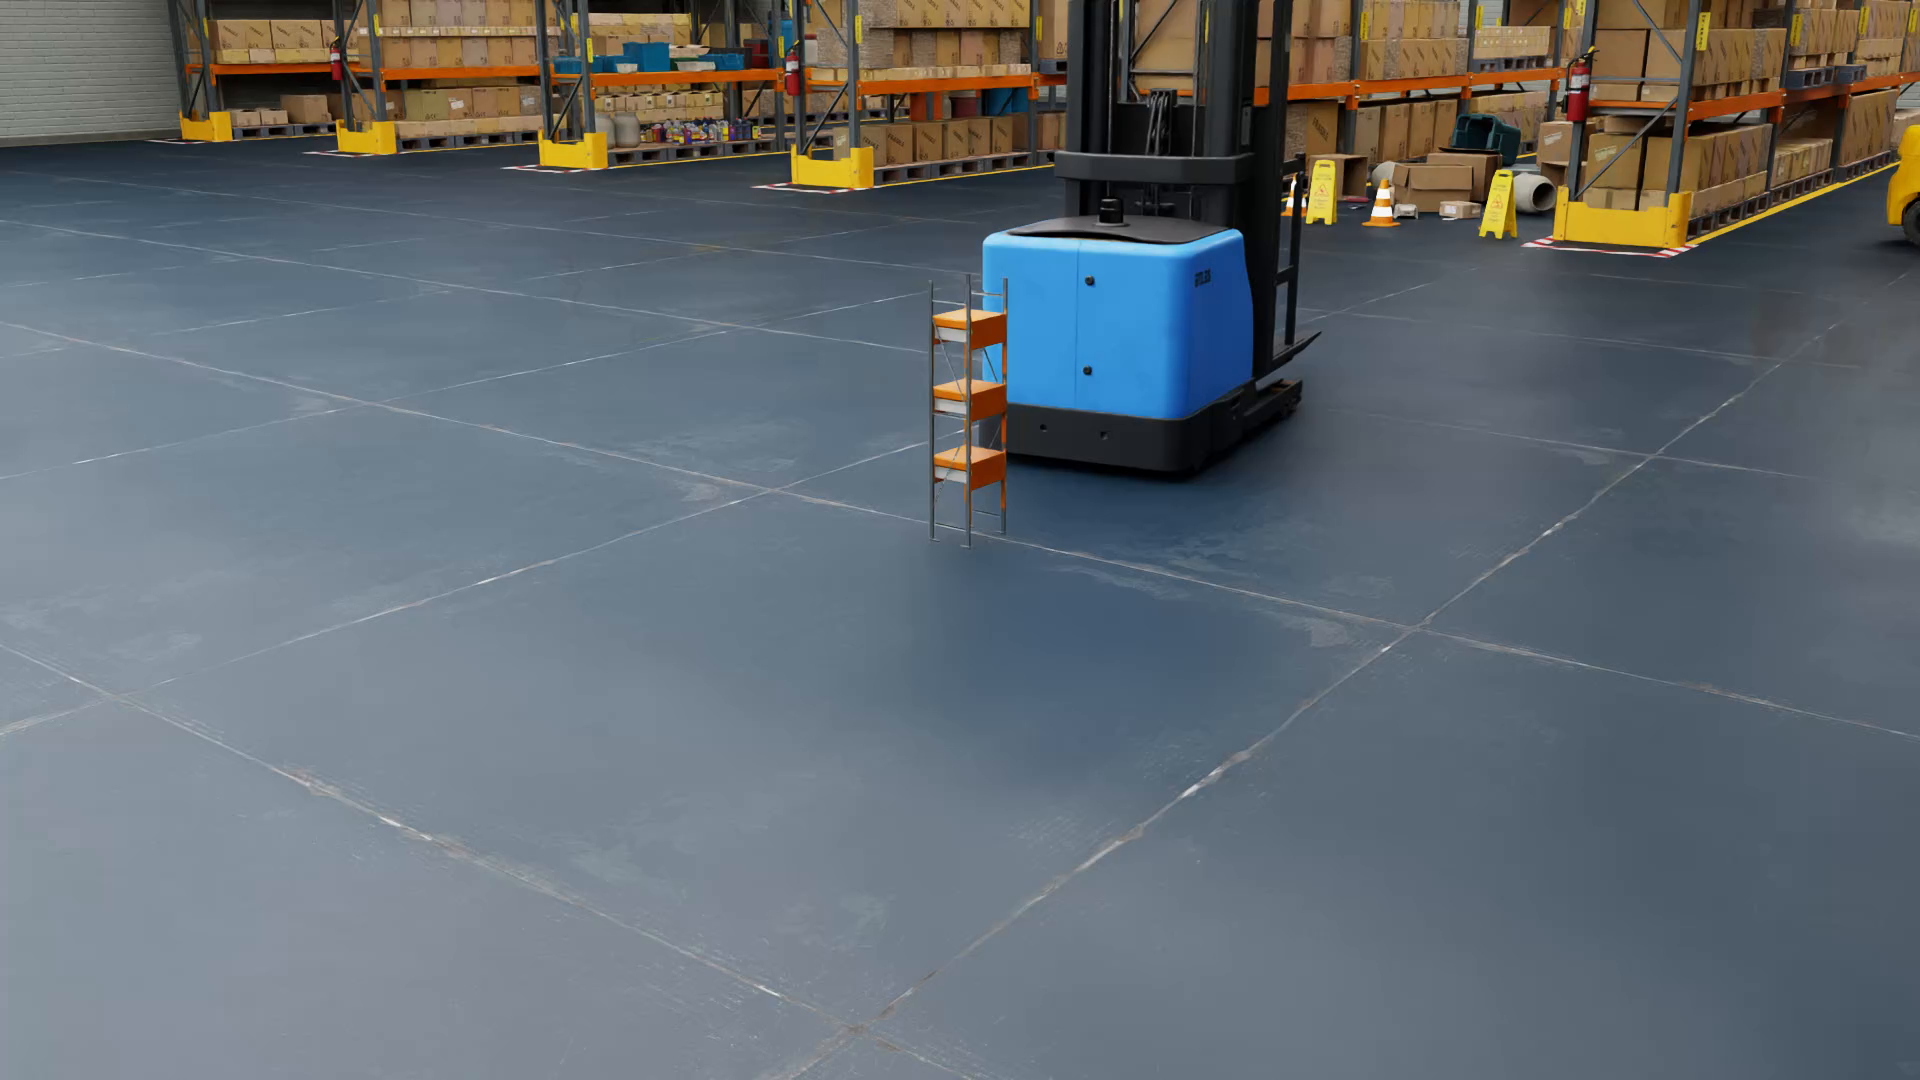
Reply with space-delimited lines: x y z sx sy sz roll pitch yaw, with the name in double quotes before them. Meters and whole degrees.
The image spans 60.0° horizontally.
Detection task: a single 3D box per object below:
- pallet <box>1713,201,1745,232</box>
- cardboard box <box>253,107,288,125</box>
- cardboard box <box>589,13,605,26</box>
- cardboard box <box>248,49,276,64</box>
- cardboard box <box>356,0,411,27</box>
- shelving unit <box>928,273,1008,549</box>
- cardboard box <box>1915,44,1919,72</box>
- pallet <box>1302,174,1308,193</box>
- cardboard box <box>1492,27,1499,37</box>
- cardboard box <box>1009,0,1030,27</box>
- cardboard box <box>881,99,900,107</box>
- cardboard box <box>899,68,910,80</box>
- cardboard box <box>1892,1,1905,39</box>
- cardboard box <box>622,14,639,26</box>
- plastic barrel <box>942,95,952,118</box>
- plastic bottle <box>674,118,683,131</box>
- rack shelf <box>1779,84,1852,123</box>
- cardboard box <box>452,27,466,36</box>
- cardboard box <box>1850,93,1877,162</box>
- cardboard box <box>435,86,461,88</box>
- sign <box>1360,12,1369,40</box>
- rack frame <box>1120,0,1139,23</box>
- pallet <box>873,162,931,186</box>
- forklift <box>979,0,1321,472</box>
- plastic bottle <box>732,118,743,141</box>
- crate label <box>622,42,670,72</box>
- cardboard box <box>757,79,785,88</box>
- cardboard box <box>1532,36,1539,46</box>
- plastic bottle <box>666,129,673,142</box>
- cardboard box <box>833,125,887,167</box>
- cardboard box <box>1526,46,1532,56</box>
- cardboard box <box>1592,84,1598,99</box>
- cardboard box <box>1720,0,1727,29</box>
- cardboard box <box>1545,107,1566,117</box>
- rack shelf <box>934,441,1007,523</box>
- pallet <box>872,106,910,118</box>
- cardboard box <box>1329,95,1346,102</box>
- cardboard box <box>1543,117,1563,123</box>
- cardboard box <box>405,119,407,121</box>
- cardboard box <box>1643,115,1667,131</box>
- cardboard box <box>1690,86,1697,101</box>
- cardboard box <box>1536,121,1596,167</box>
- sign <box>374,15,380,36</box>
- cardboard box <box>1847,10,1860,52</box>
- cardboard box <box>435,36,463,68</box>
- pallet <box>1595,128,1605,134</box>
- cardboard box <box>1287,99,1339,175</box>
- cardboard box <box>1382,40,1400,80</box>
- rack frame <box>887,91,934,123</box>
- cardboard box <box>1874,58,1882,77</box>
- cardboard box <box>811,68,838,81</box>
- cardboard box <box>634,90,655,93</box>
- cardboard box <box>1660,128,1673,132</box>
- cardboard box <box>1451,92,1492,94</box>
"pallet" 7.545 -3.432 17.441 1.003 0.211 1.213 12 21 35
"cardboard box" -12.809 -7.857 30.779 0.500 0.311 0.500 15 22 39
"cardboard box" -8.070 -11.300 36.106 0.500 0.250 0.500 12 21 34
"cardboard box" -12.790 -8.771 30.148 0.500 0.250 0.500 12 21 33
"cardboard box" -9.333 -8.561 26.897 0.700 0.500 0.500 13 21 35
"shelving unit" 0.032 -0.514 6.629 0.215 1.050 0.252 12 21 35
"cardboard box" 14.504 -7.477 25.595 0.500 0.500 0.500 13 21 35
"pallet" 4.091 -4.574 21.116 1.003 0.211 1.213 12 21 35
"cardboard box" 7.887 -7.651 25.036 0.380 0.149 0.250 11 21 32
"cardboard box" 0.637 -7.485 23.432 0.500 0.500 0.500 12 21 35
"cardboard box" -1.572 -9.757 37.140 0.380 0.166 0.250 12 21 35
"cardboard box" -0.880 -6.103 21.761 0.380 0.149 0.250 12 21 35
"cardboard box" 13.043 -7.377 23.588 0.500 0.500 0.500 13 21 36
"cardboard box" -7.476 -11.543 36.887 0.500 0.250 0.500 12 21 34
"plastic barrel" -0.368 -8.083 31.203 0.421 0.512 0.421 0 17 0
"plastic bottle" -4.474 -6.528 26.433 0.144 0.351 0.185 12 21 34
"rack shelf" 9.834 -5.355 20.143 1.077 0.370 4.000 12 21 35
"cardboard box" -8.480 -8.492 27.769 0.380 0.149 0.250 12 21 34
"cardboard box" 12.039 -5.722 22.987 0.875 0.875 0.875 13 21 35
"cardboard box" -8.689 -7.557 28.686 0.500 0.500 0.500 12 21 35
"sign" 5.054 -6.426 20.786 0.100 0.325 0.005 12 21 35
"rack frame" 3.067 -7.926 27.209 1.000 3.000 0.127 12 21 35
"pallet" -1.142 -4.894 22.148 1.003 0.211 1.213 12 21 35
"forklift" 1.203 -2.099 8.561 1.130 2.935 3.031 8 19 25
"plastic bottle" -3.560 -6.543 26.482 0.144 0.351 0.185 11 20 32
"crate label" -4.798 -7.399 25.452 0.502 0.435 0.616 12 21 35
"cardboard box" -3.881 -9.575 34.727 0.500 0.250 0.500 12 21 34
"cardboard box" 8.989 -7.950 26.499 0.380 0.149 0.250 14 22 37
"plastic bottle" -4.569 -6.355 26.127 0.097 0.201 0.097 0 17 0
"cardboard box" -1.314 -5.173 21.851 0.500 0.500 0.500 -15 23 -40
"cardboard box" 8.842 -7.749 26.353 0.380 0.149 0.250 11 20 32
"cardboard box" 6.372 -4.356 16.137 0.380 0.149 0.250 12 21 34
"cardboard box" 7.564 -5.590 17.332 0.700 0.500 0.500 12 21 33
"cardboard box" 9.957 -7.202 27.973 0.380 0.149 0.250 14 22 37
"rack shelf" 0.032 -0.239 6.715 0.215 0.259 0.240 12 21 35
"pallet" -1.367 -9.753 37.796 1.003 0.211 1.213 12 21 35
"cardboard box" 6.975 -8.634 32.363 0.875 0.875 0.875 12 21 35
"cardboard box" 9.847 -6.989 27.789 0.380 0.149 0.250 14 22 37
"cardboard box" -9.282 -6.961 28.028 0.500 0.250 0.500 12 21 35
"cardboard box" 7.003 -4.283 17.047 0.380 0.149 0.250 14 22 37
"cardboard box" 6.767 -4.256 15.816 0.380 0.149 0.250 13 21 35
"cardboard box" 7.195 -4.697 19.750 0.500 0.500 0.500 12 21 35
"sign" -9.211 -8.124 26.253 0.100 0.325 0.005 12 21 35
"cardboard box" 10.979 -6.408 20.942 0.500 0.500 0.500 12 21 33
"cardboard box" -8.755 -8.172 27.832 0.700 0.500 0.500 13 21 35
"pallet" 11.199 -7.394 30.197 1.003 0.211 1.213 12 21 35
"cardboard box" 4.176 -5.121 21.051 0.875 0.875 0.875 13 21 36
"cardboard box" 5.437 -6.319 21.864 0.500 0.500 0.500 13 21 35
"rack frame" -0.910 -8.801 30.027 1.000 3.000 0.127 12 21 35
"cardboard box" 12.420 -6.543 23.008 0.500 0.250 0.500 12 21 35
"cardboard box" -1.695 -6.005 21.447 0.380 0.149 0.250 12 21 35
"cardboard box" -6.046 -8.512 32.079 0.500 0.311 0.500 12 21 33
"cardboard box" 7.142 -3.996 17.217 0.500 0.500 0.500 12 21 33
"cardboard box" 8.099 -6.966 26.359 0.500 0.250 0.500 13 22 37
